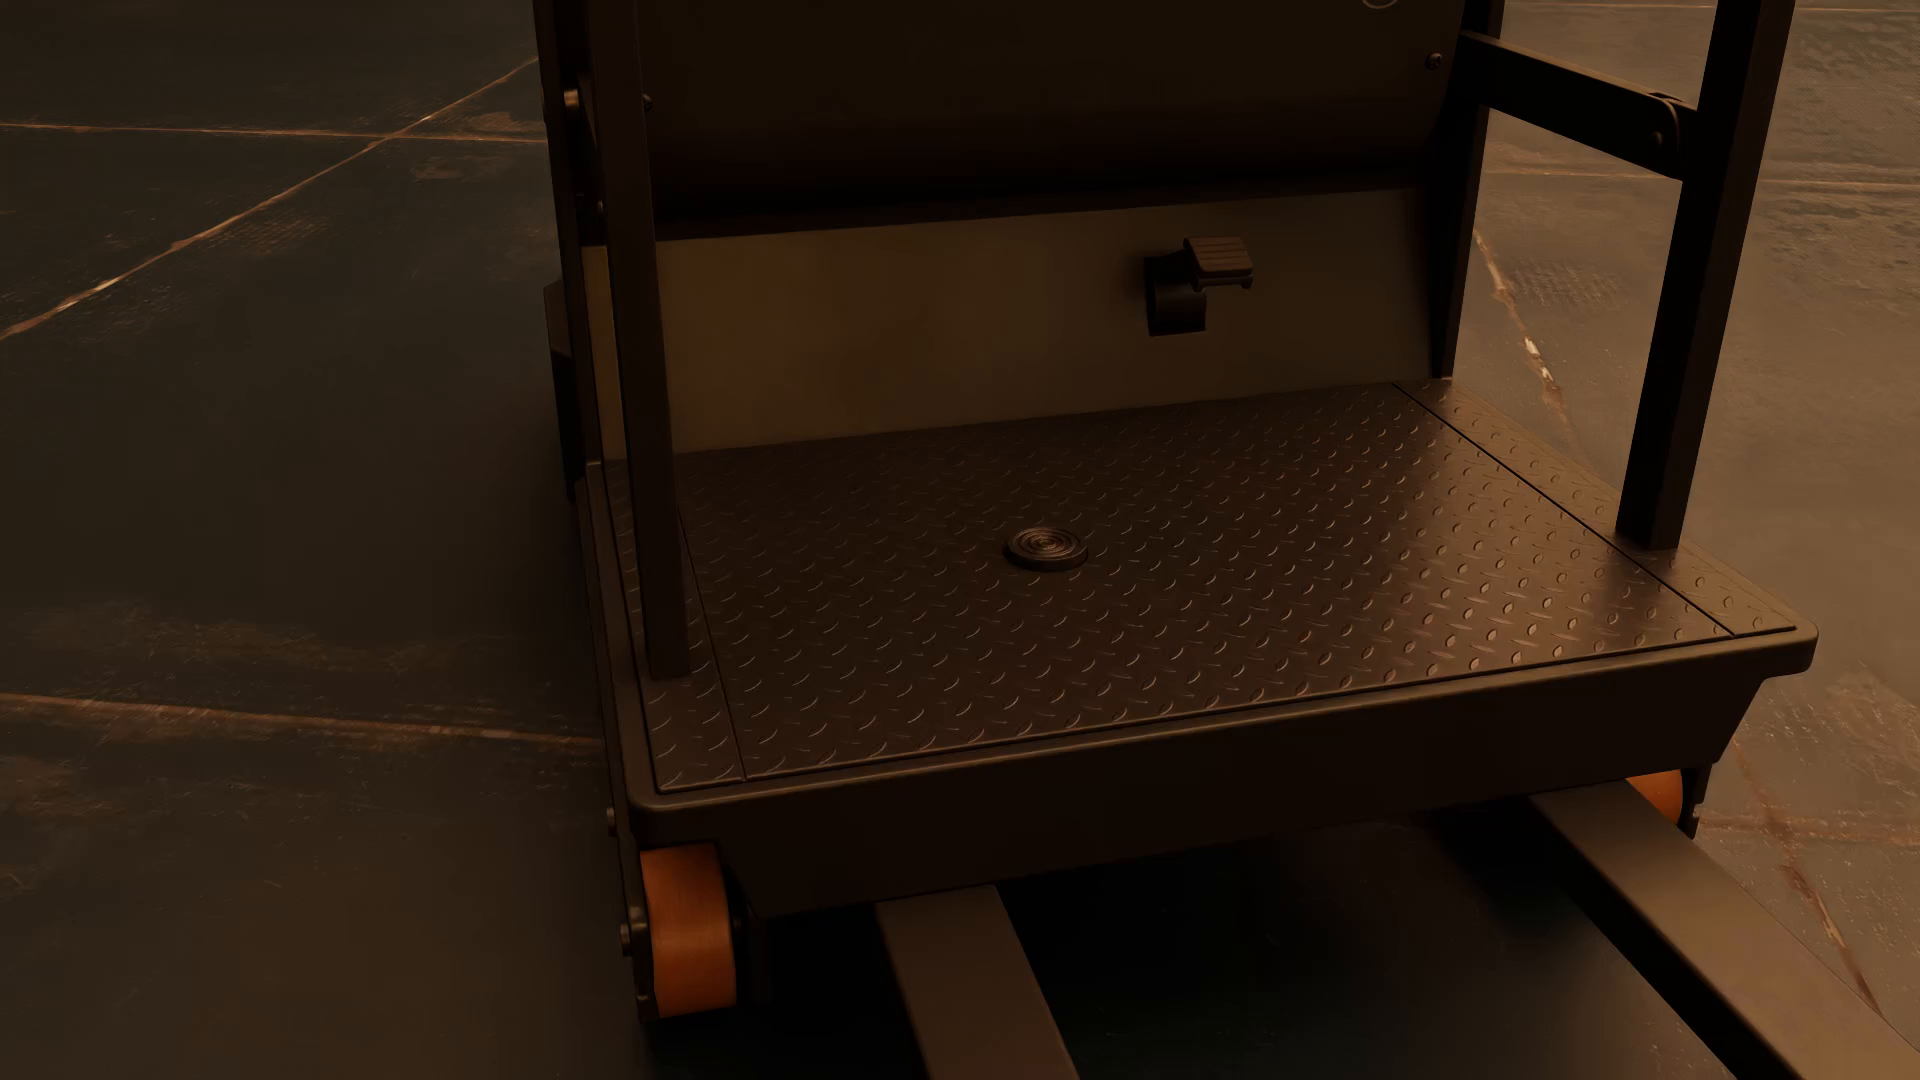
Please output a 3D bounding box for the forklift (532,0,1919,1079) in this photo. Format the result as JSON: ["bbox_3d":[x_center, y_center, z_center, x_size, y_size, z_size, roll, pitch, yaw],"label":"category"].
[{"bbox_3d":[0.153,-1.049,1.319,1.130,2.935,3.031,-7,27,-13],"label":"forklift"}]
